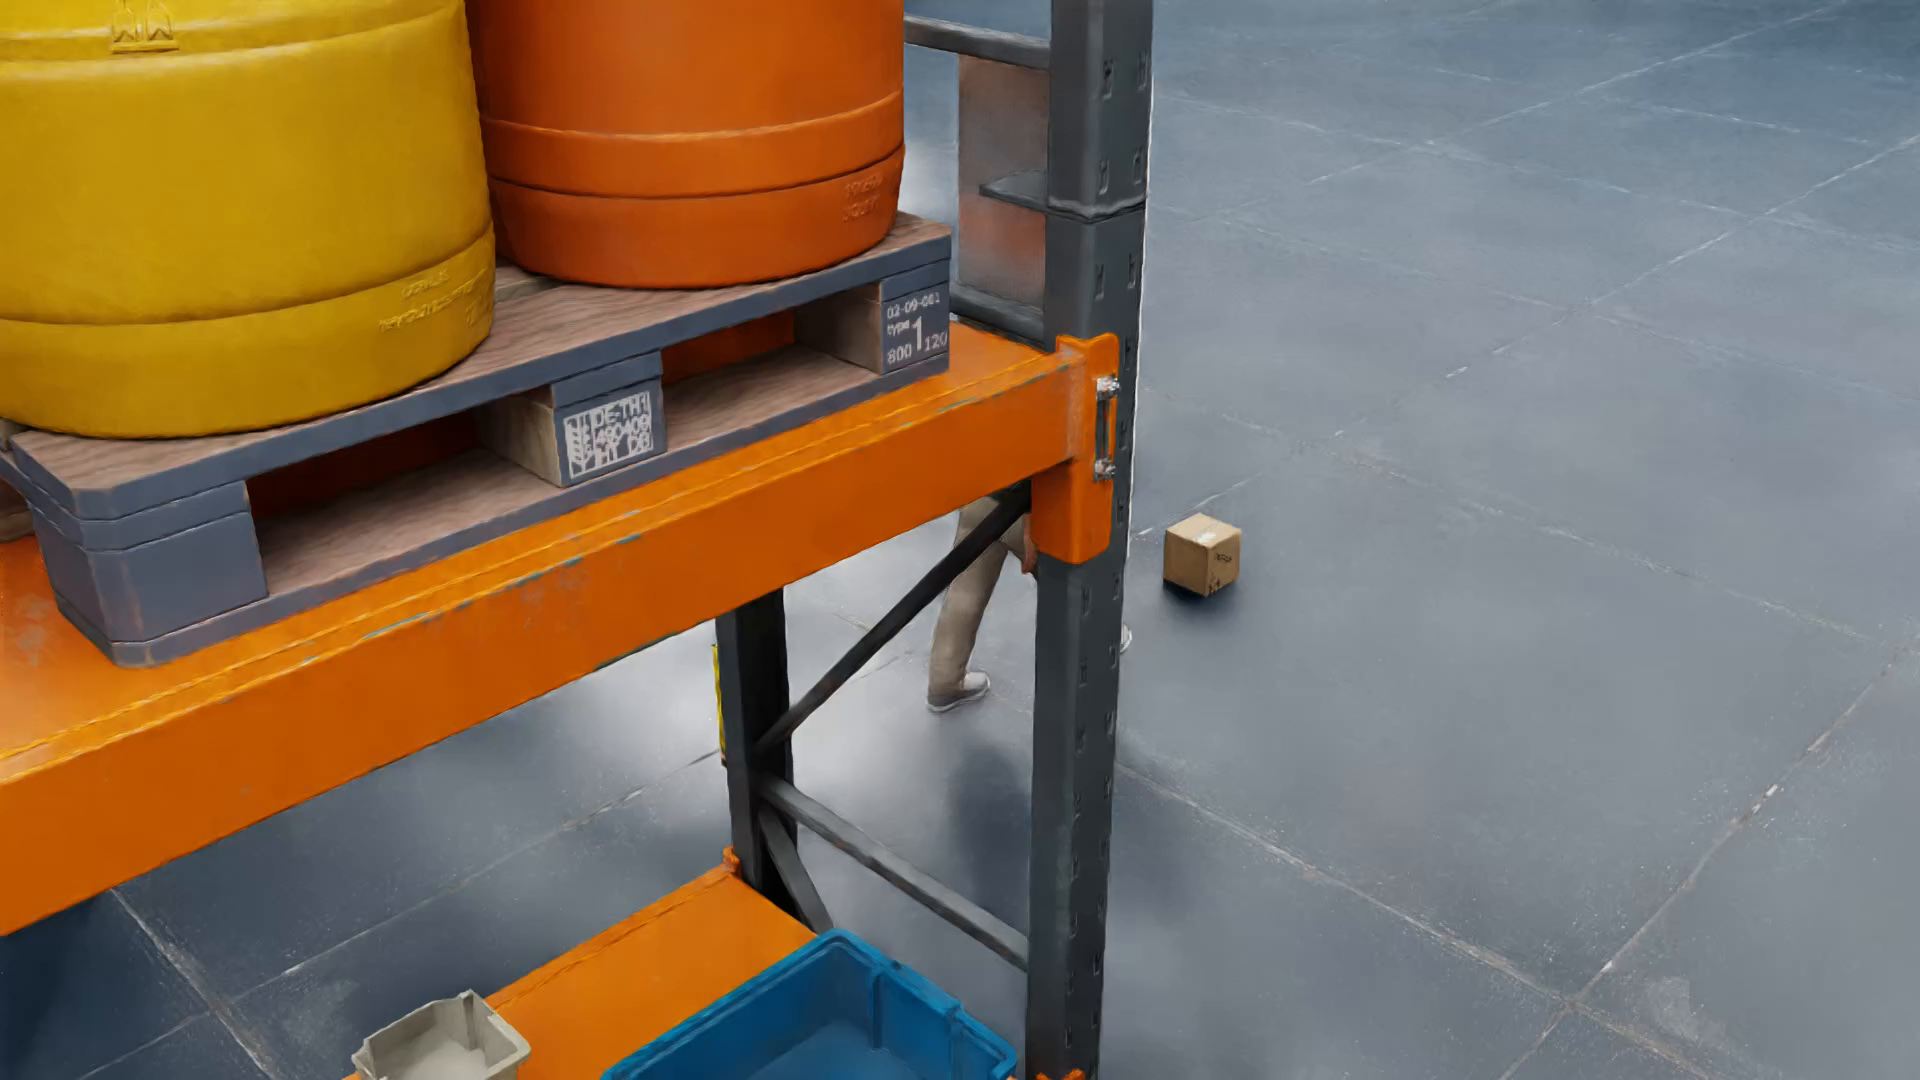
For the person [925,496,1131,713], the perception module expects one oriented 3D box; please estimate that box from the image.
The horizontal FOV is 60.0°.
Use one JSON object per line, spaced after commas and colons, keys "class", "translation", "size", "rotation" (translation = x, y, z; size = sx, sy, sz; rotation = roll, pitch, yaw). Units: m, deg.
{"class": "person", "translation": [0.253, -0.179, 6.487], "size": [0.957, 1.675, 0.558], "rotation": [-25, 36, -39]}
